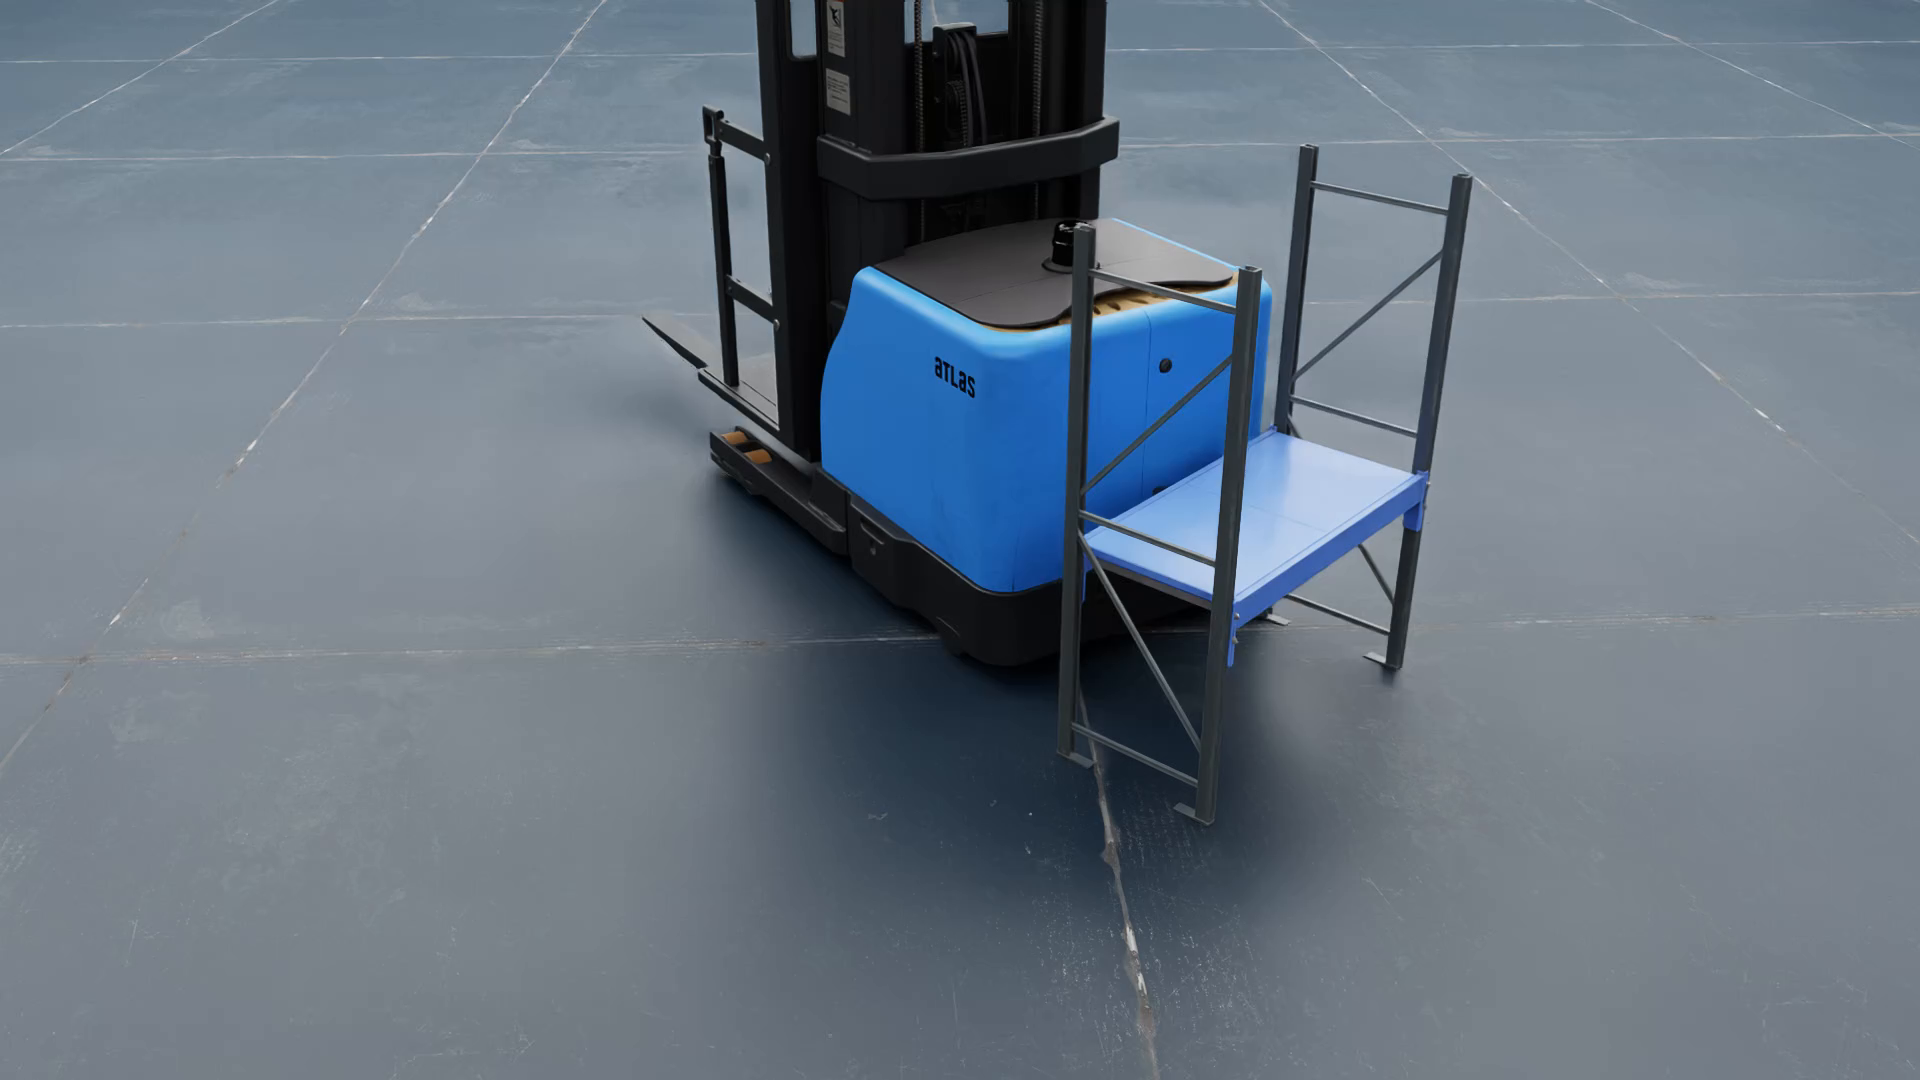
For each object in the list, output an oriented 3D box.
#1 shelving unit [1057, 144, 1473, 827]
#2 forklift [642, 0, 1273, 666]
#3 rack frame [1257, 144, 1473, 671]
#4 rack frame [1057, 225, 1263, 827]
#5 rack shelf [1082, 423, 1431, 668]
[{"bbox_3d":[0.802,-0.177,4.467,0.538,1.500,1.048,22,35,36],"label":"shelving unit"},{"bbox_3d":[-0.271,-1.567,5.584,1.130,2.935,3.031,-16,32,-28],"label":"forklift"},{"bbox_3d":[1.137,-0.353,4.806,0.500,1.500,0.032,22,35,36],"label":"rack frame"},{"bbox_3d":[0.466,0.000,4.129,0.500,1.500,0.032,22,35,36],"label":"rack frame"},{"bbox_3d":[0.802,-0.017,4.550,0.538,0.185,1.000,22,35,36],"label":"rack shelf"}]
